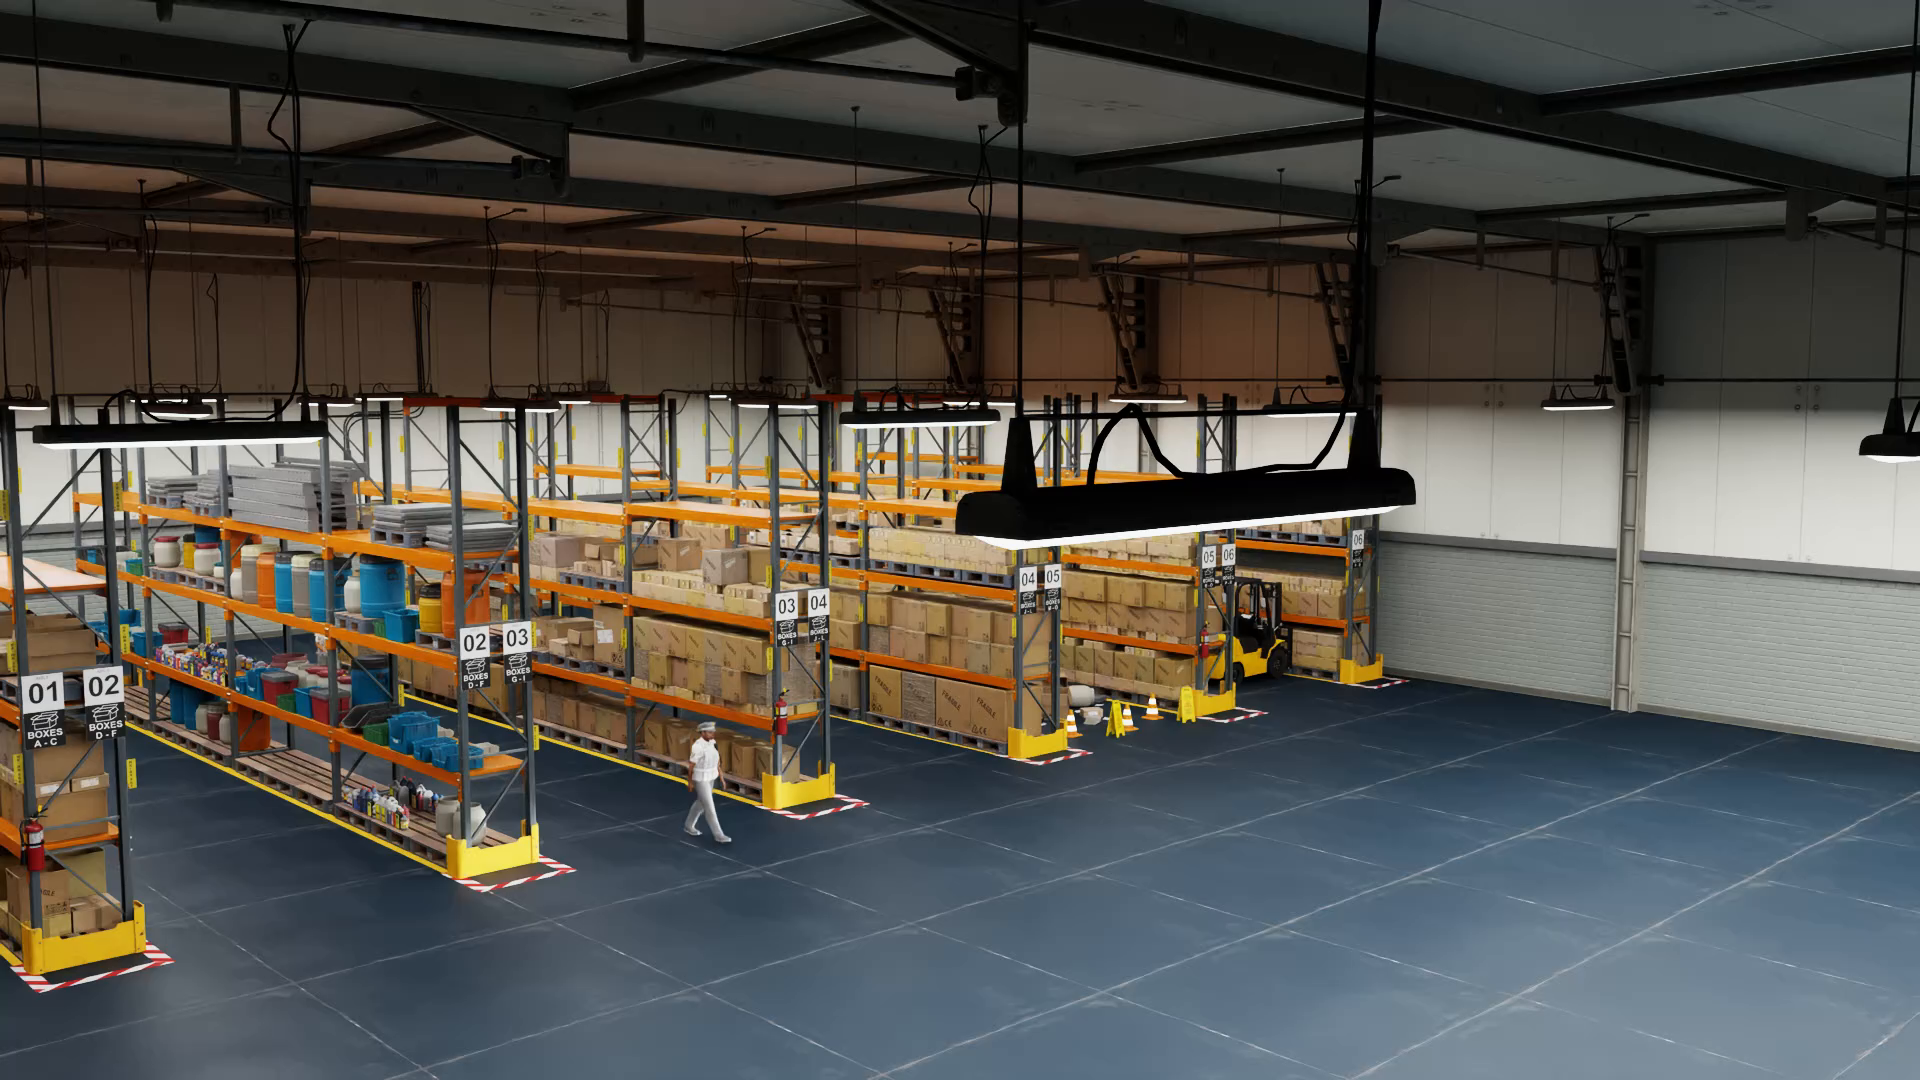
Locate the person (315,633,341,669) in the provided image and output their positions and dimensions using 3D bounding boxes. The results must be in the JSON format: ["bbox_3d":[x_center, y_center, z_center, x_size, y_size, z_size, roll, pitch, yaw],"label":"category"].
[{"bbox_3d":[-12.779,2.300,33.609,0.554,1.577,0.747,-4,7,-33],"label":"person"}]

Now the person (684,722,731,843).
[{"bbox_3d":[-3.447,3.292,22.819,0.961,1.626,0.500,3,6,26],"label":"person"}]
